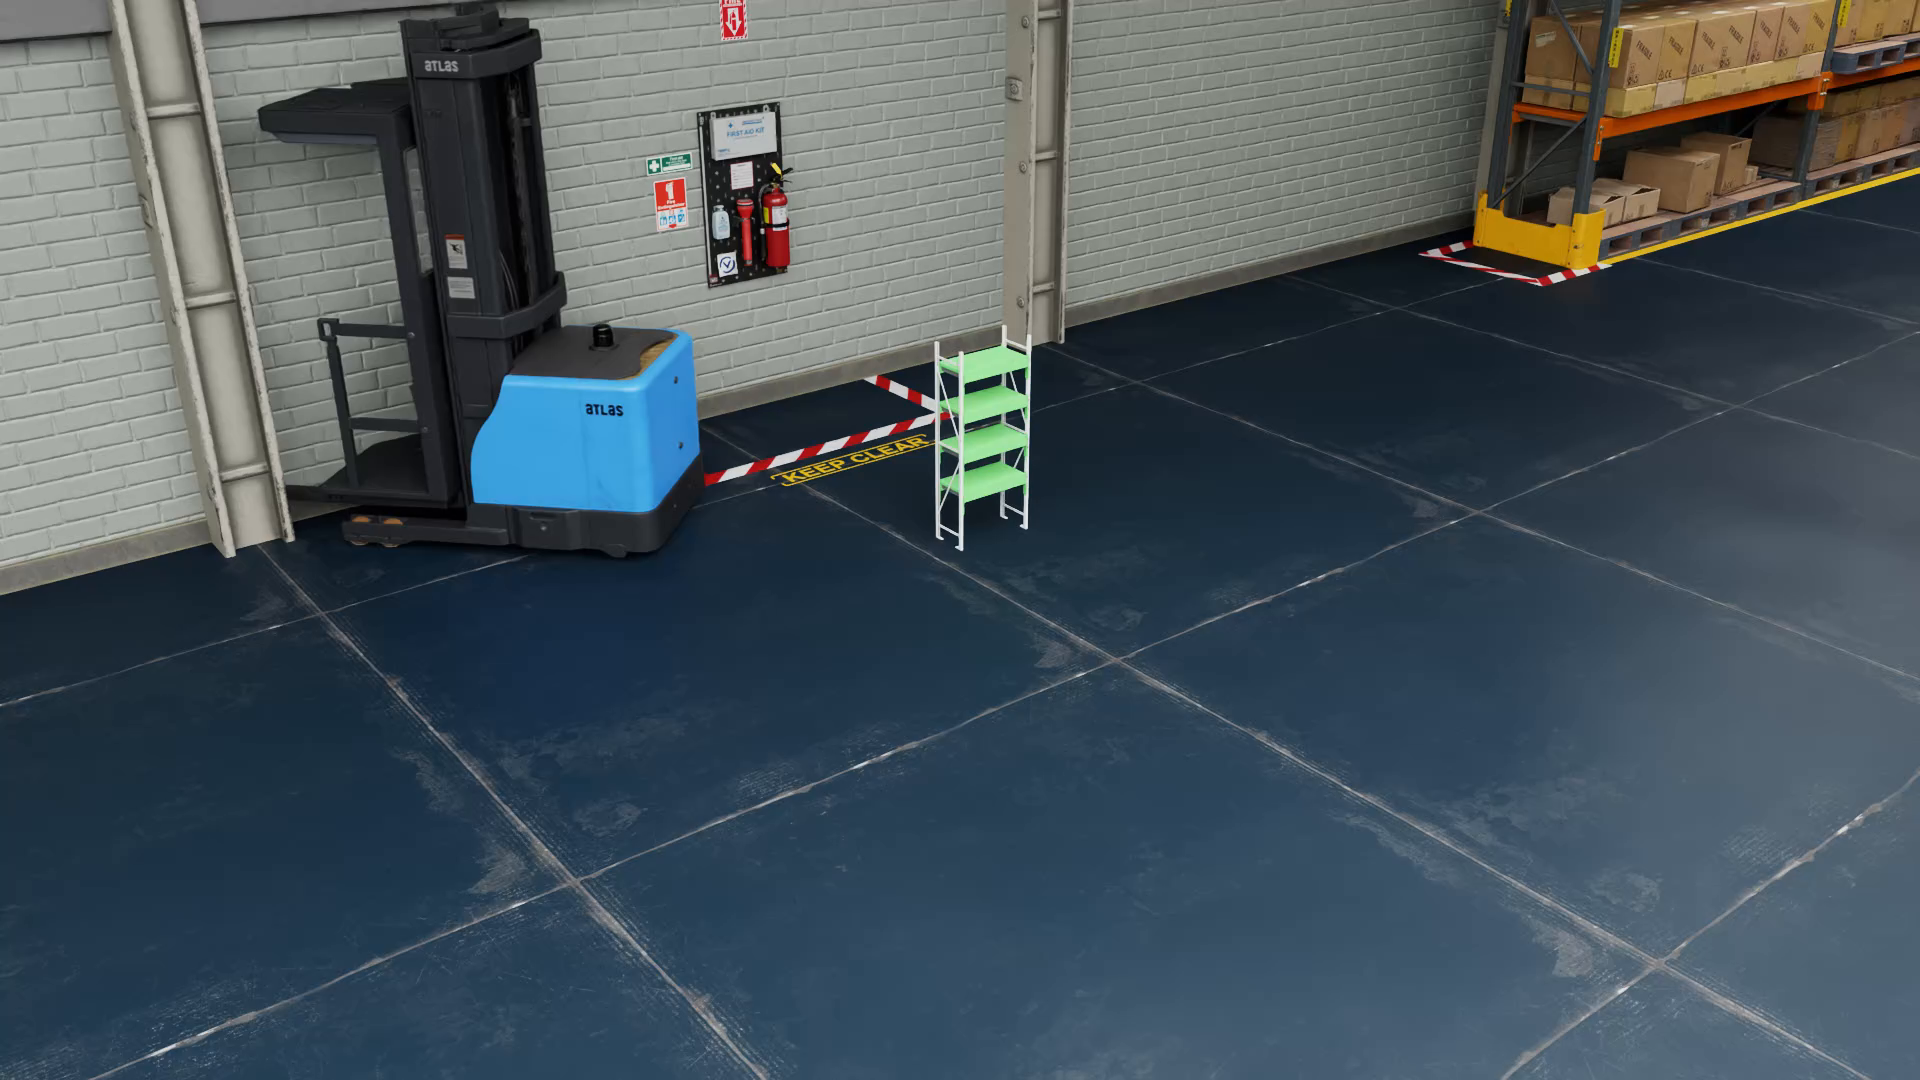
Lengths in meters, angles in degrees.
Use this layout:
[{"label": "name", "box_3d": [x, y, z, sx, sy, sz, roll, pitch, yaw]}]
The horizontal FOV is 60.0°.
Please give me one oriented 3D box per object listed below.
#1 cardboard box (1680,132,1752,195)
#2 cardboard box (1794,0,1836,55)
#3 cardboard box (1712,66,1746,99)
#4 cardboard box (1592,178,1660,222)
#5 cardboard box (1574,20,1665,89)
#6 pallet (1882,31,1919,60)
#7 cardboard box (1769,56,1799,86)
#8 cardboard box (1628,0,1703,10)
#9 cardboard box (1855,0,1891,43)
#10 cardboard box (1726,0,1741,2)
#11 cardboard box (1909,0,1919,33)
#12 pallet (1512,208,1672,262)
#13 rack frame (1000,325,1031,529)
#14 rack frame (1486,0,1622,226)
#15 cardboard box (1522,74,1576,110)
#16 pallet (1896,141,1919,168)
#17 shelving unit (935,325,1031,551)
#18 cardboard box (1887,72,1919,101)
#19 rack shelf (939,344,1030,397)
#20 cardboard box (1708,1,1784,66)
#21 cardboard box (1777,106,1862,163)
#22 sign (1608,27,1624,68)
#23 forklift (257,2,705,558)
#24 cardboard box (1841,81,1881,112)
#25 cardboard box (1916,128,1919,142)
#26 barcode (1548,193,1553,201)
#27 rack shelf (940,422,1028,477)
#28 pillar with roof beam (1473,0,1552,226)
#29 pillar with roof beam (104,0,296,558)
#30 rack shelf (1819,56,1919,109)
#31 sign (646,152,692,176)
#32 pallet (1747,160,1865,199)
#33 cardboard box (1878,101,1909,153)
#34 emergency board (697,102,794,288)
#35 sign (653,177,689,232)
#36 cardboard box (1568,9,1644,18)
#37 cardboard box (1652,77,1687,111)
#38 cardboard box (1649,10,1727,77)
[{"label": "cardboard box", "box_3d": [7.638, -3.830, 16.887, 0.500, 0.500, 0.500, -21, 32, -38]}, {"label": "cardboard box", "box_3d": [8.249, -5.103, 16.447, 0.500, 0.500, 0.500, -18, 31, -34]}, {"label": "cardboard box", "box_3d": [7.066, -4.372, 15.761, 0.500, 0.250, 0.500, -18, 30, -34]}, {"label": "cardboard box", "box_3d": [6.331, -3.286, 15.939, 0.500, 0.311, 0.500, -15, 29, -30]}, {"label": "cardboard box", "box_3d": [5.844, -4.314, 14.746, 0.500, 0.500, 0.500, -18, 31, -34]}, {"label": "pallet", "box_3d": [10.045, -5.472, 18.205, 1.213, 0.211, 1.003, -18, 31, -34]}, {"label": "cardboard box", "box_3d": [7.847, -4.638, 16.336, 0.500, 0.250, 0.500, -18, 30, -34]}, {"label": "cardboard box", "box_3d": [6.725, -4.877, 15.958, 0.500, 0.500, 0.500, -18, 30, -33]}, {"label": "cardboard box", "box_3d": [9.296, -5.556, 17.517, 0.500, 0.500, 0.700, -15, 29, -29]}, {"label": "cardboard box", "box_3d": [7.522, -5.143, 16.531, 0.500, 0.500, 0.500, -18, 31, -34]}, {"label": "cardboard box", "box_3d": [10.247, -5.875, 18.205, 0.500, 0.500, 0.700, -18, 31, -34]}, {"label": "pallet", "box_3d": [6.003, -2.963, 15.883, 1.213, 0.211, 1.003, -18, 31, -34]}, {"label": "rack frame", "box_3d": [0.322, -0.651, 9.727, 0.015, 1.200, 0.240, -18, 31, -34]}, {"label": "rack frame", "box_3d": [5.282, -4.008, 14.824, 0.127, 3.000, 1.000, -18, 31, -34]}, {"label": "cardboard box", "box_3d": [5.531, -4.135, 15.251, 0.500, 0.250, 0.500, -18, 30, -33]}, {"label": "pallet", "box_3d": [10.962, -4.619, 19.452, 1.213, 0.211, 1.003, -18, 31, -34]}, {"label": "shelving unit", "box_3d": [0.130, -0.587, 9.590, 0.503, 1.200, 0.258, -18, 31, -34]}, {"label": "cardboard box", "box_3d": [10.556, -5.161, 18.863, 0.500, 0.250, 0.500, -18, 30, -33]}, {"label": "rack shelf", "box_3d": [0.130, -0.965, 9.415, 0.480, 0.148, 0.258, -18, 31, -34]}, {"label": "cardboard box", "box_3d": [7.457, -4.845, 15.889, 0.500, 0.500, 0.500, -19, 31, -35]}, {"label": "cardboard box", "box_3d": [9.375, -4.461, 18.245, 0.500, 0.500, 0.700, -19, 31, -35]}, {"label": "sign", "box_3d": [5.617, -4.221, 14.254, 0.005, 0.325, 0.100, -18, 31, -34]}, {"label": "forklift", "box_3d": [-3.138, -1.500, 9.501, 3.031, 2.935, 1.130, 4, 25, 8]}, {"label": "cardboard box", "box_3d": [9.751, -4.902, 18.305, 0.500, 0.250, 0.500, -19, 31, -35]}, {"label": "cardboard box", "box_3d": [11.043, -4.948, 19.295, 0.500, 0.500, 0.700, -18, 30, -33]}, {"label": "barcode", "box_3d": [5.650, -3.280, 15.914, 0.075, 0.075, 0.001, -18, 31, -34]}, {"label": "rack shelf", "box_3d": [0.130, -0.529, 9.617, 0.480, 0.148, 0.258, -18, 31, -34]}, {"label": "pillar with roof beam", "box_3d": [7.956, -5.772, 11.497, 0.400, 9.000, 9.100, -18, 31, -34]}, {"label": "pillar with roof beam", "box_3d": [-1.487, -2.655, 4.781, 0.400, 9.000, 9.100, -18, 31, -34]}, {"label": "rack shelf", "box_3d": [10.004, -5.241, 18.334, 4.000, 0.370, 1.077, -18, 31, -34]}, {"label": "sign", "box_3d": [-1.880, -2.434, 10.760, 0.331, 0.109, 0.001, -18, 31, -34]}, {"label": "pallet", "box_3d": [9.042, -3.985, 18.087, 1.213, 0.211, 1.003, -18, 31, -34]}, {"label": "cardboard box", "box_3d": [10.193, -4.714, 18.791, 0.500, 0.500, 0.700, -18, 31, -34]}, {"label": "emergency board", "box_3d": [-1.390, -2.289, 11.119, 0.643, 1.169, 0.194, -18, 31, -34]}, {"label": "sign", "box_3d": [-1.889, -2.196, 10.875, 0.234, 0.329, 0.001, -18, 31, -34]}, {"label": "cardboard box", "box_3d": [5.924, -4.610, 15.384, 0.500, 0.500, 0.500, -18, 30, -33]}, {"label": "cardboard box", "box_3d": [6.262, -4.111, 15.199, 0.500, 0.250, 0.500, -19, 31, -36]}, {"label": "cardboard box", "box_3d": [6.649, -4.571, 15.300, 0.500, 0.500, 0.500, -19, 31, -36]}]
